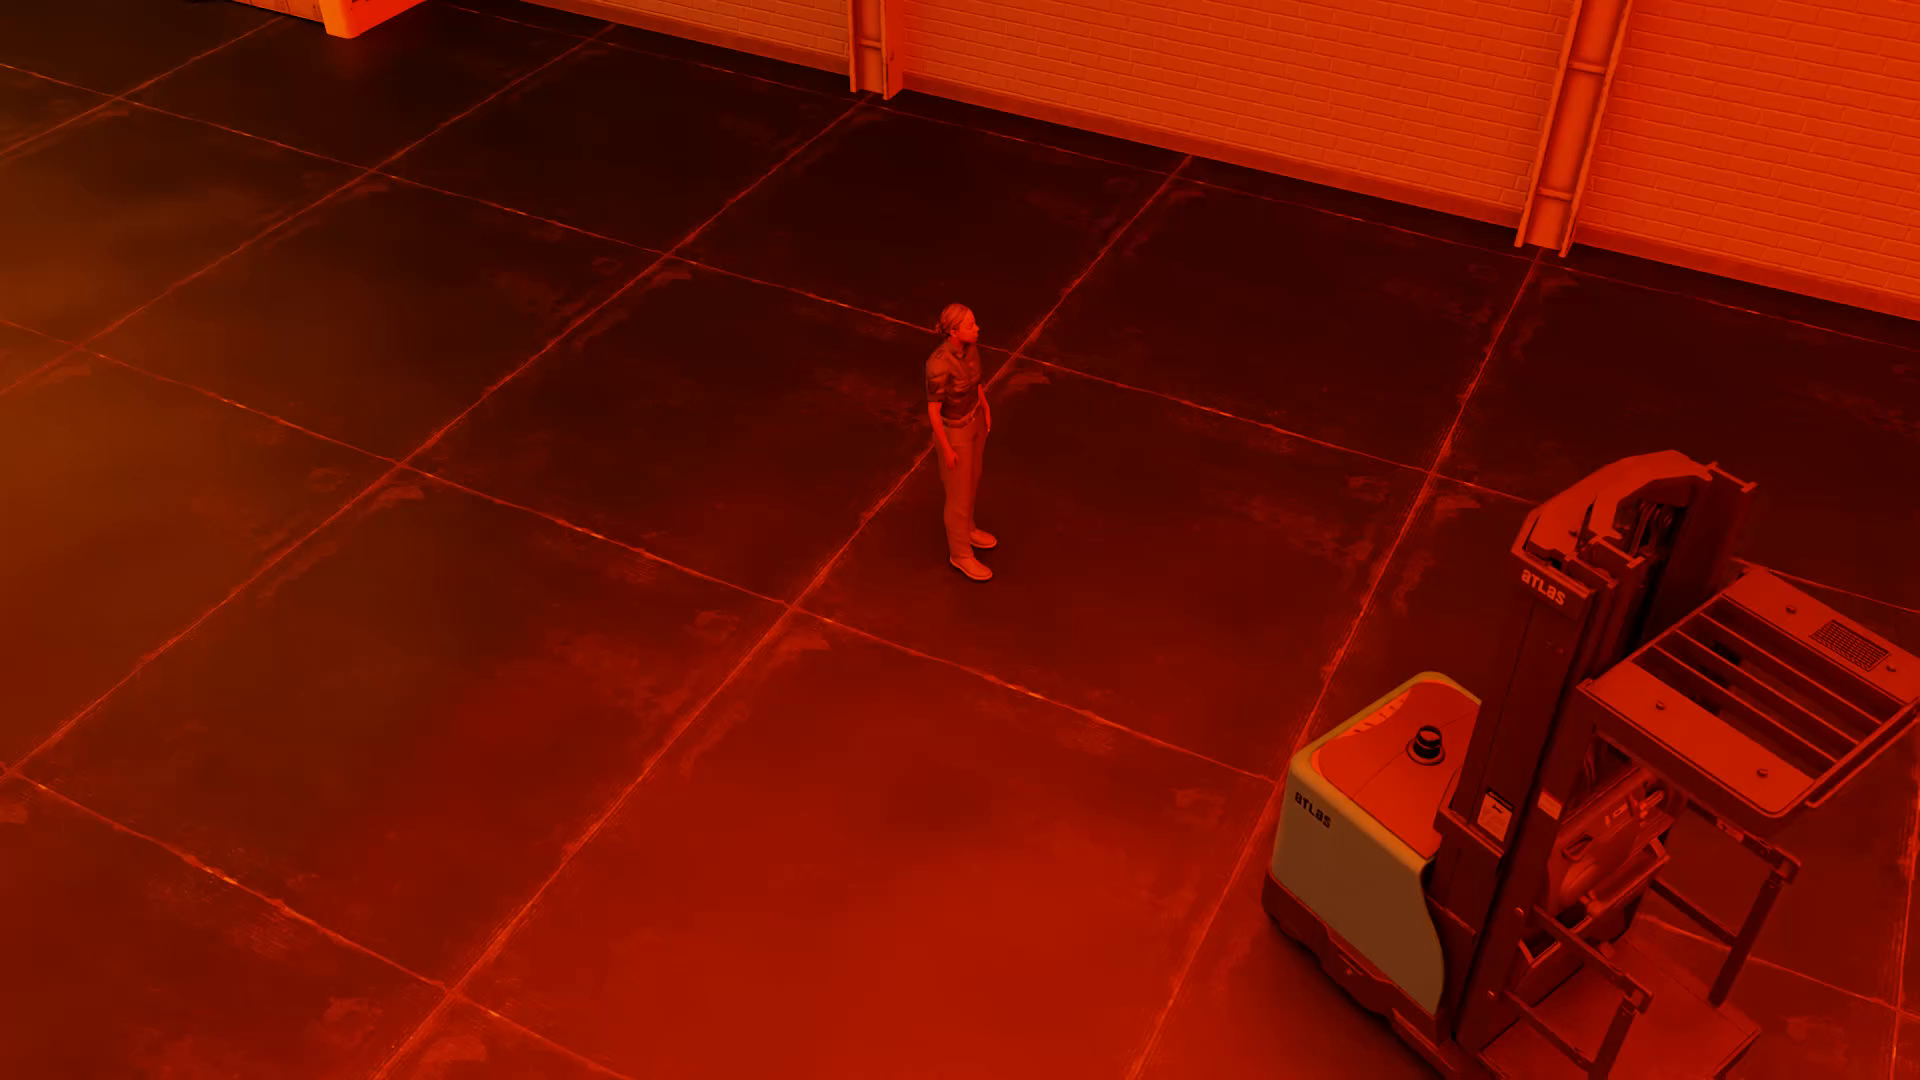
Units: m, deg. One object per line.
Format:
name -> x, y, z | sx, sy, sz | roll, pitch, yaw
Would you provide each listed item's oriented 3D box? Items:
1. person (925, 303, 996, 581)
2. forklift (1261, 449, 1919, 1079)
person -> 0.069, -0.601, 9.680 | 0.503, 1.656, 0.569 | 18, 43, 21
forklift -> 2.760, 1.238, 6.516 | 1.130, 2.935, 3.031 | -26, 47, -28
